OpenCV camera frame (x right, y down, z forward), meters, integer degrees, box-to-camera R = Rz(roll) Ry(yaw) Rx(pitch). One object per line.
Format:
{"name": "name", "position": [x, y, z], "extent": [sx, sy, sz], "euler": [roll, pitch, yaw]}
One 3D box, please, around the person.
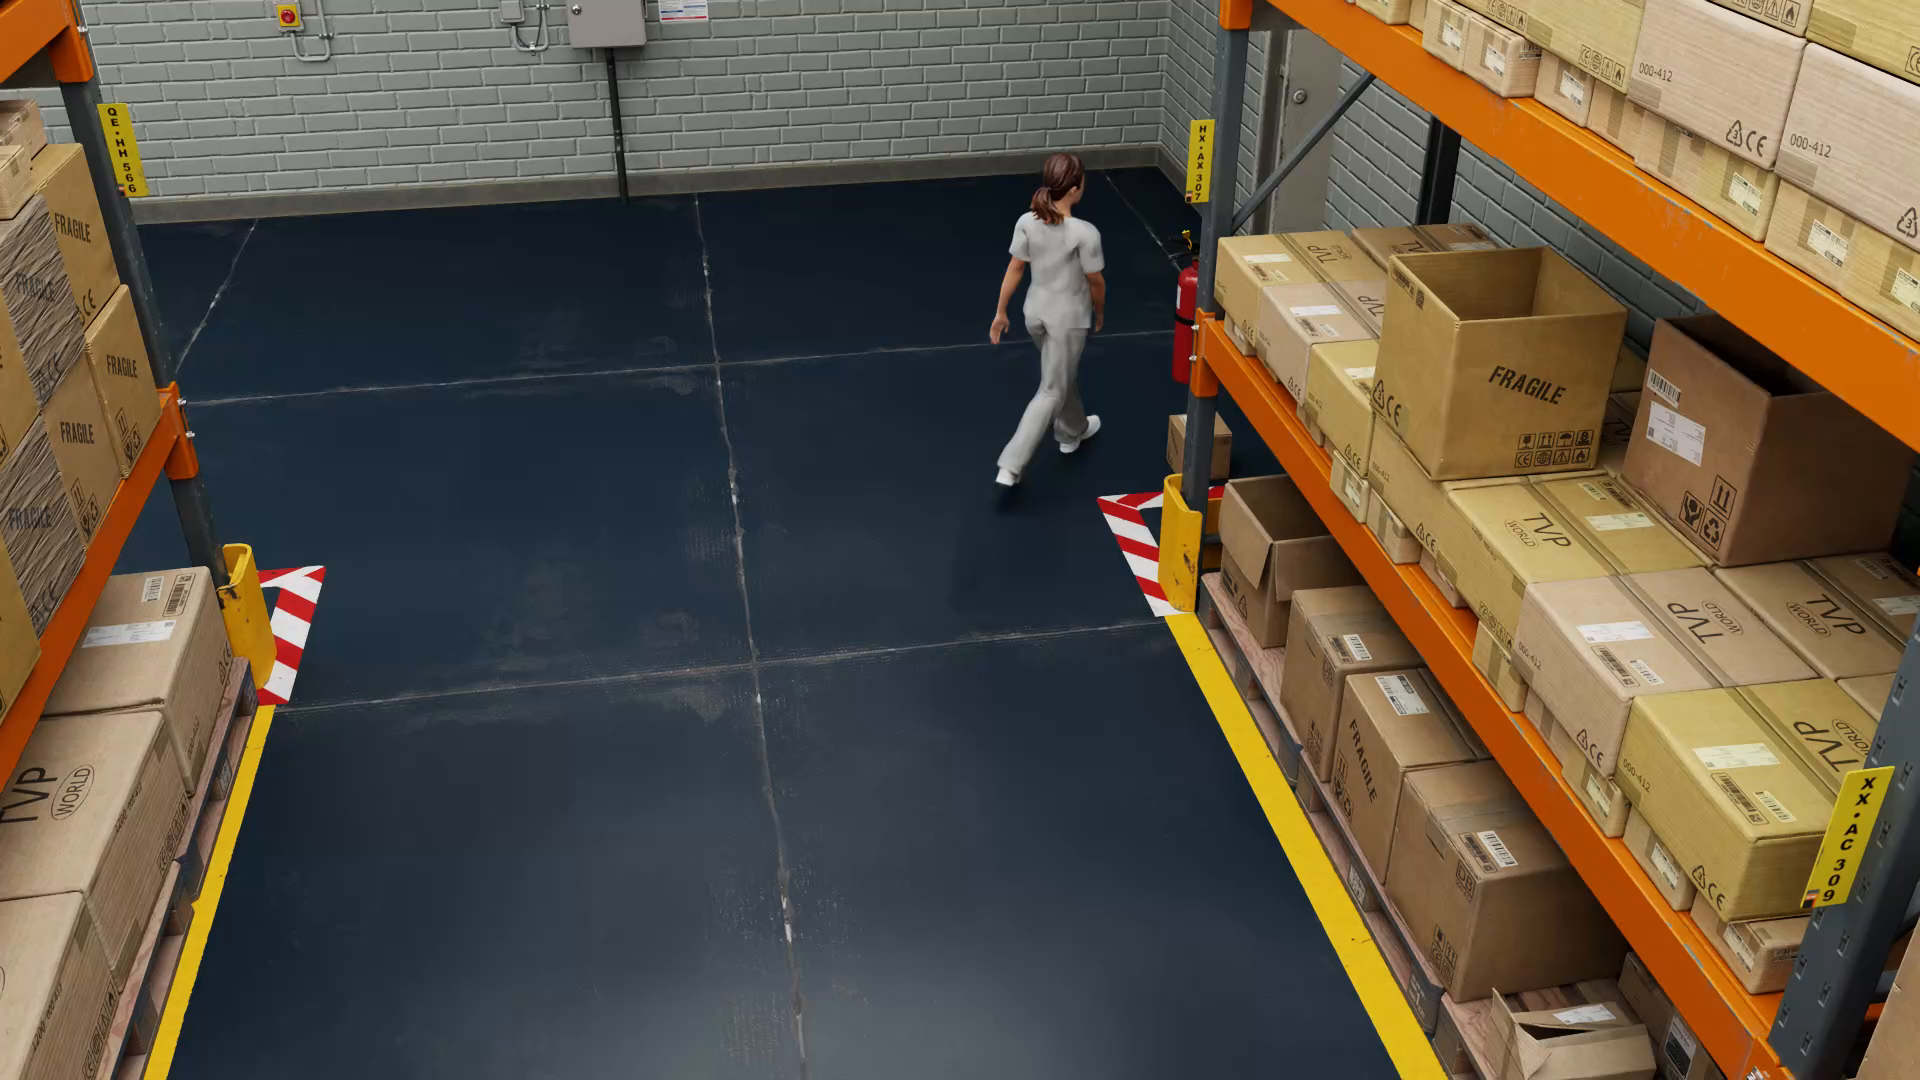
{"name": "person", "position": [0.459, -1.058, 7.925], "extent": [0.506, 1.634, 0.940], "euler": [25, 39, 35]}
